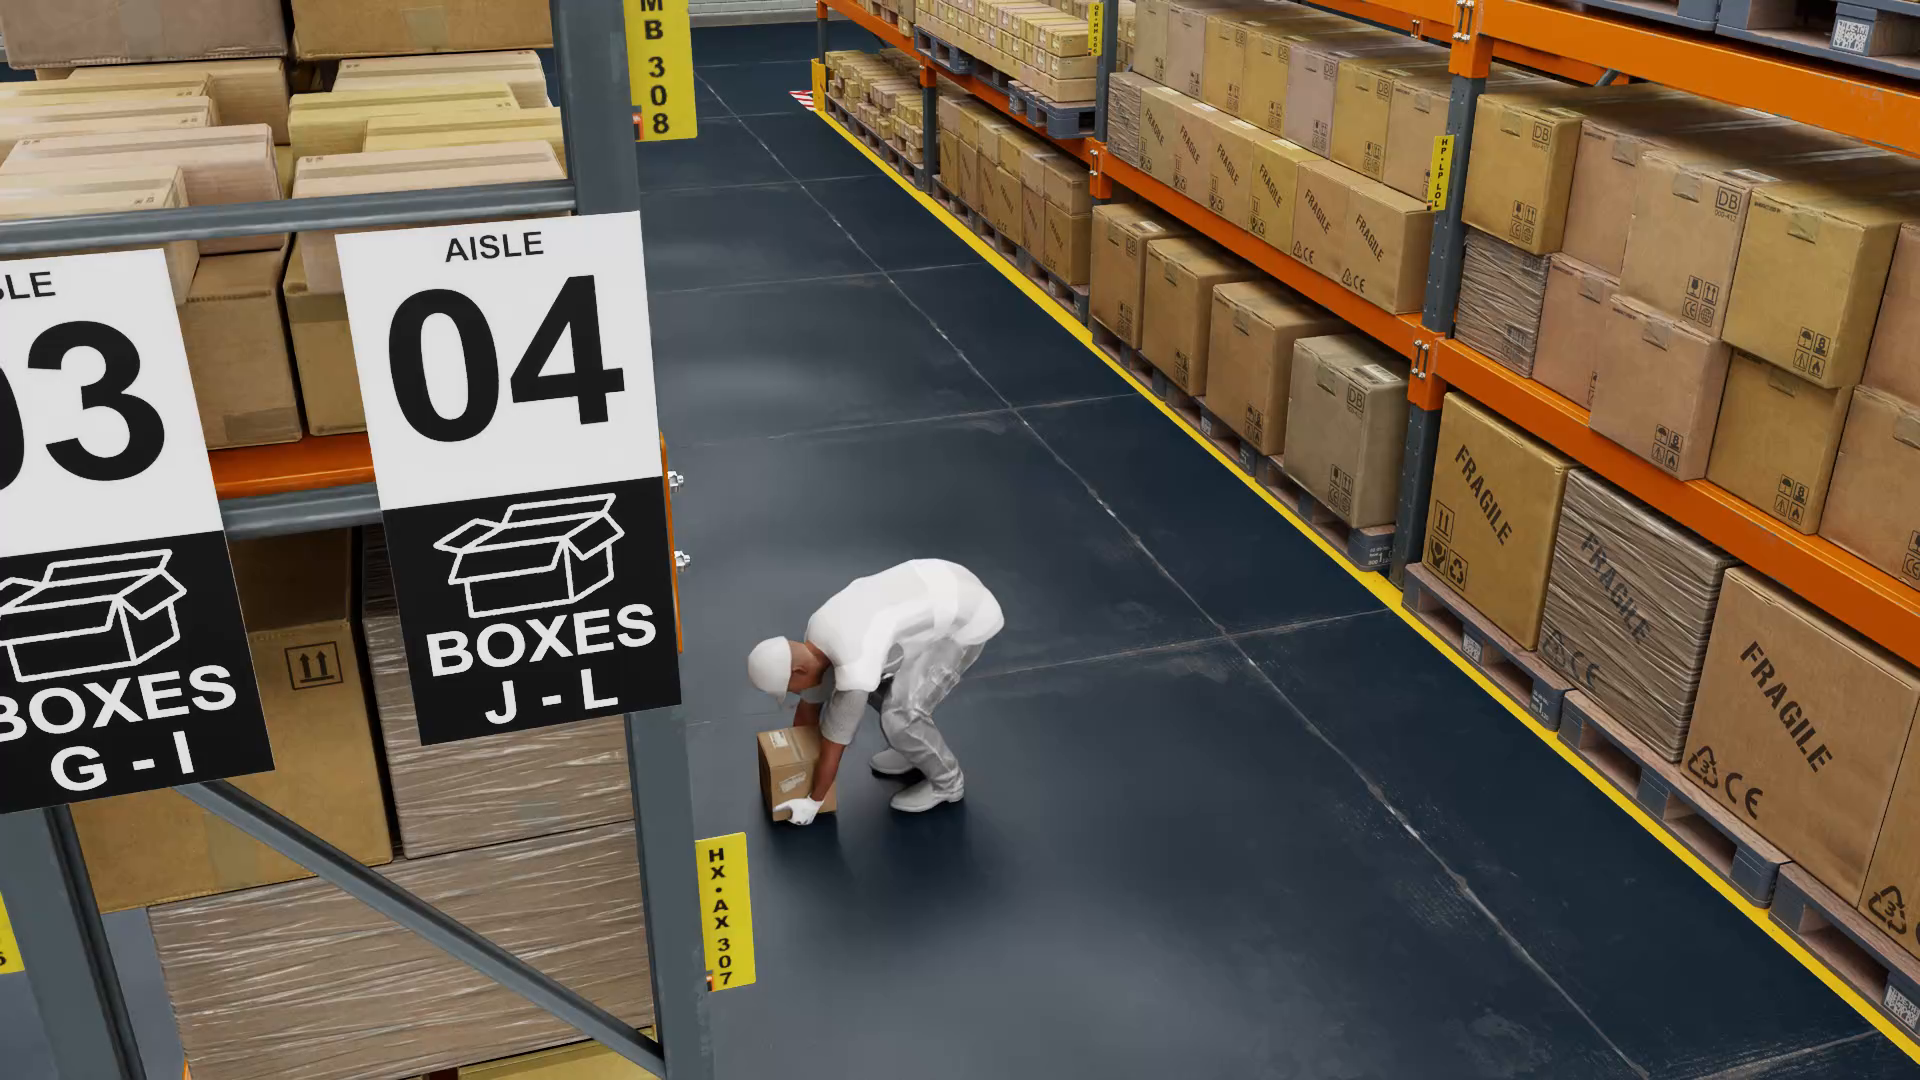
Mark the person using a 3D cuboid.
[{"bbox_3d":[-0.324,0.572,6.372,0.981,0.944,0.526,-9,28,-19],"label":"person"}]
